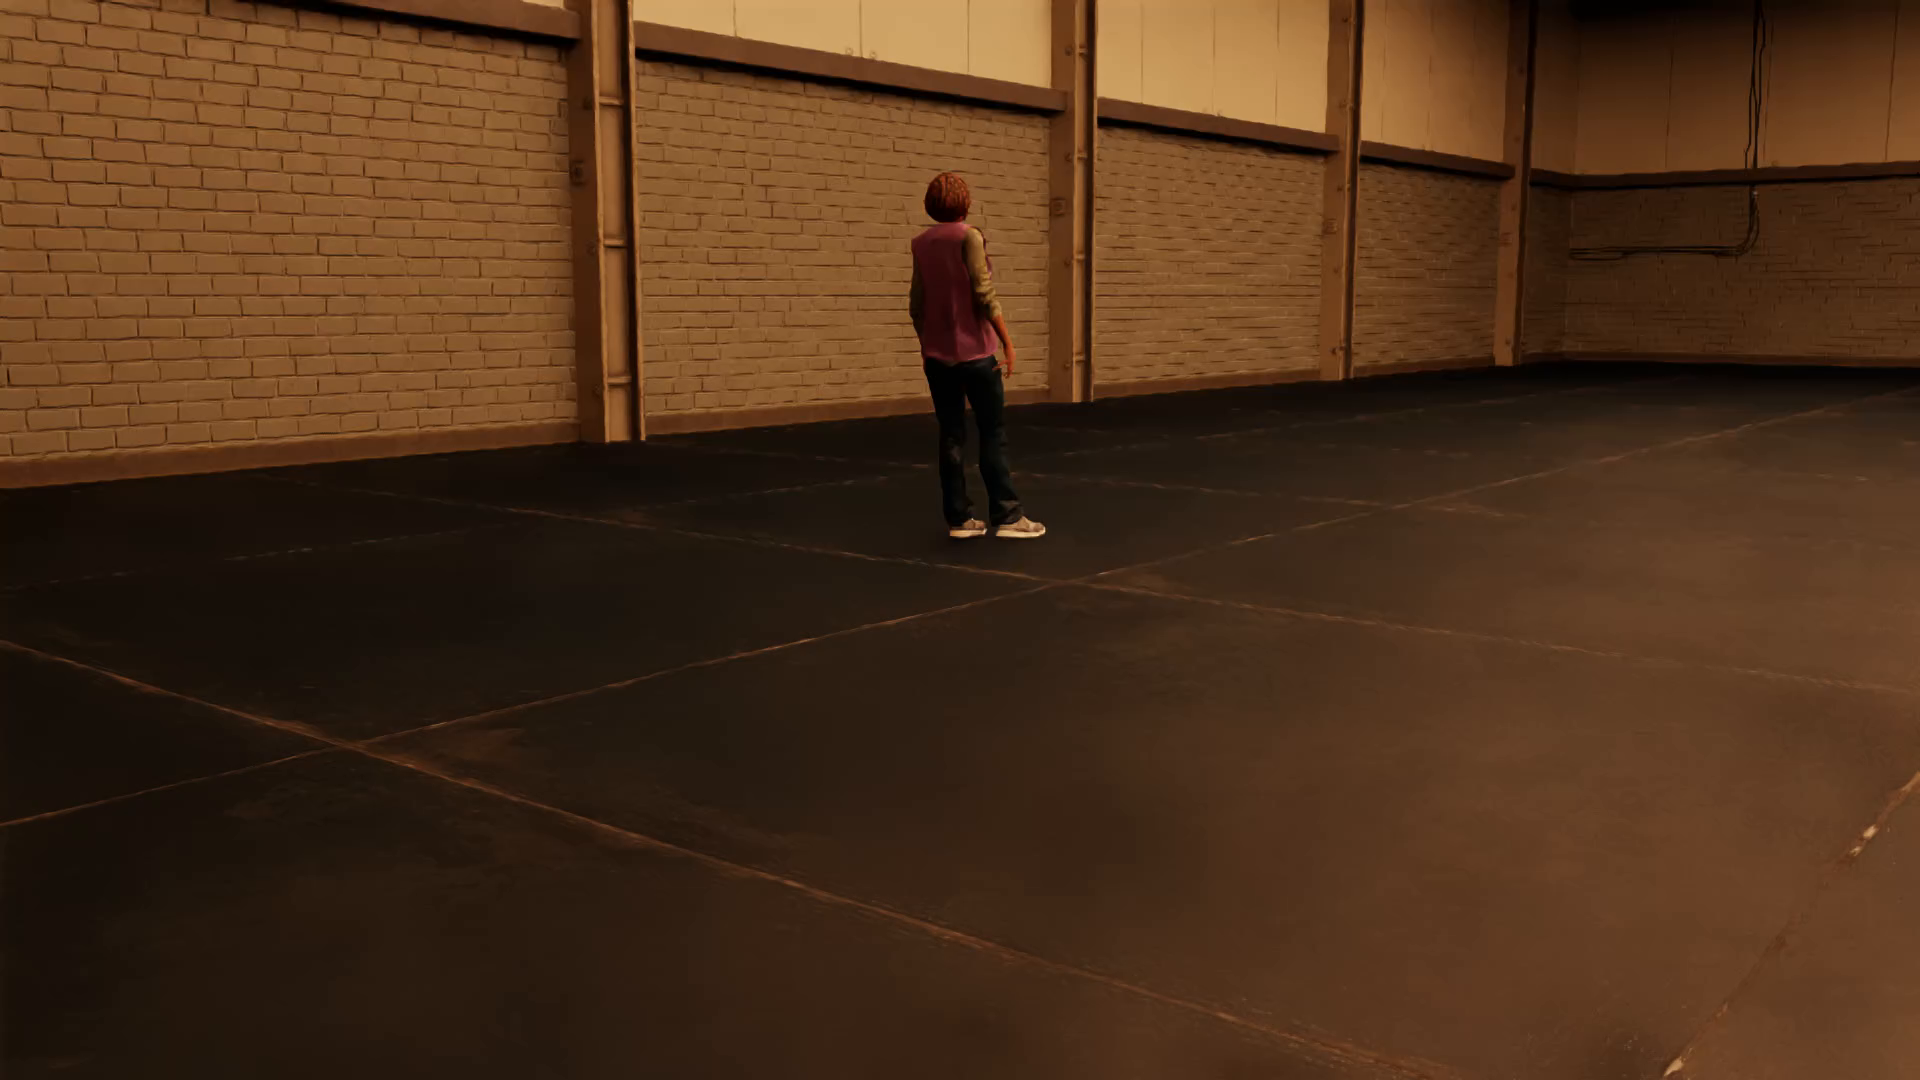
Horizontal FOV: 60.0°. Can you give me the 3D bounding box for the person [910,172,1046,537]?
[{"bbox_3d":[0.057,-0.804,7.337,0.520,1.597,0.474,7,11,38],"label":"person"}]
